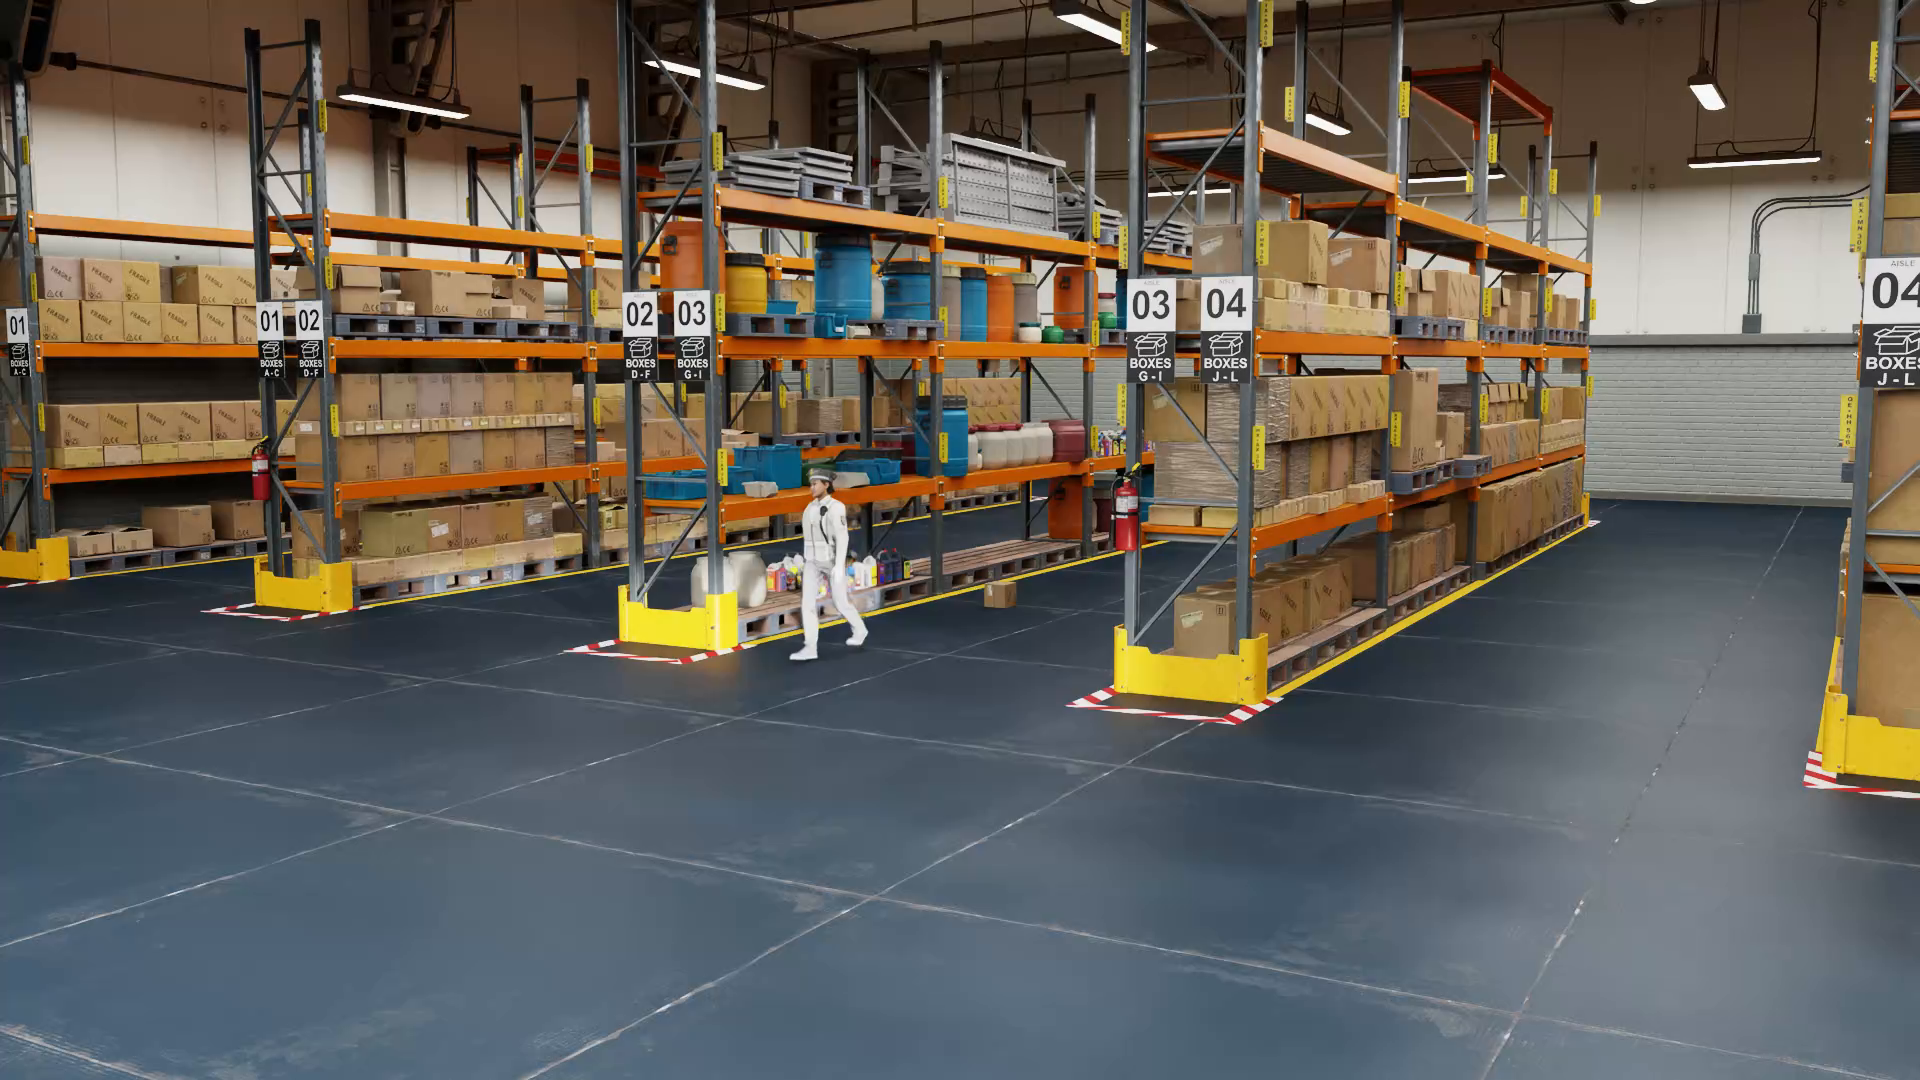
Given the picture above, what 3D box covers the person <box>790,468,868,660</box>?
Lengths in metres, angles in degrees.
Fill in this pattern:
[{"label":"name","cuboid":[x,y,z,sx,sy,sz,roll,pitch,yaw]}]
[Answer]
[{"label":"person","cuboid":[-1.157,0.191,14.466,0.505,1.637,0.926,4,7,34]}]
